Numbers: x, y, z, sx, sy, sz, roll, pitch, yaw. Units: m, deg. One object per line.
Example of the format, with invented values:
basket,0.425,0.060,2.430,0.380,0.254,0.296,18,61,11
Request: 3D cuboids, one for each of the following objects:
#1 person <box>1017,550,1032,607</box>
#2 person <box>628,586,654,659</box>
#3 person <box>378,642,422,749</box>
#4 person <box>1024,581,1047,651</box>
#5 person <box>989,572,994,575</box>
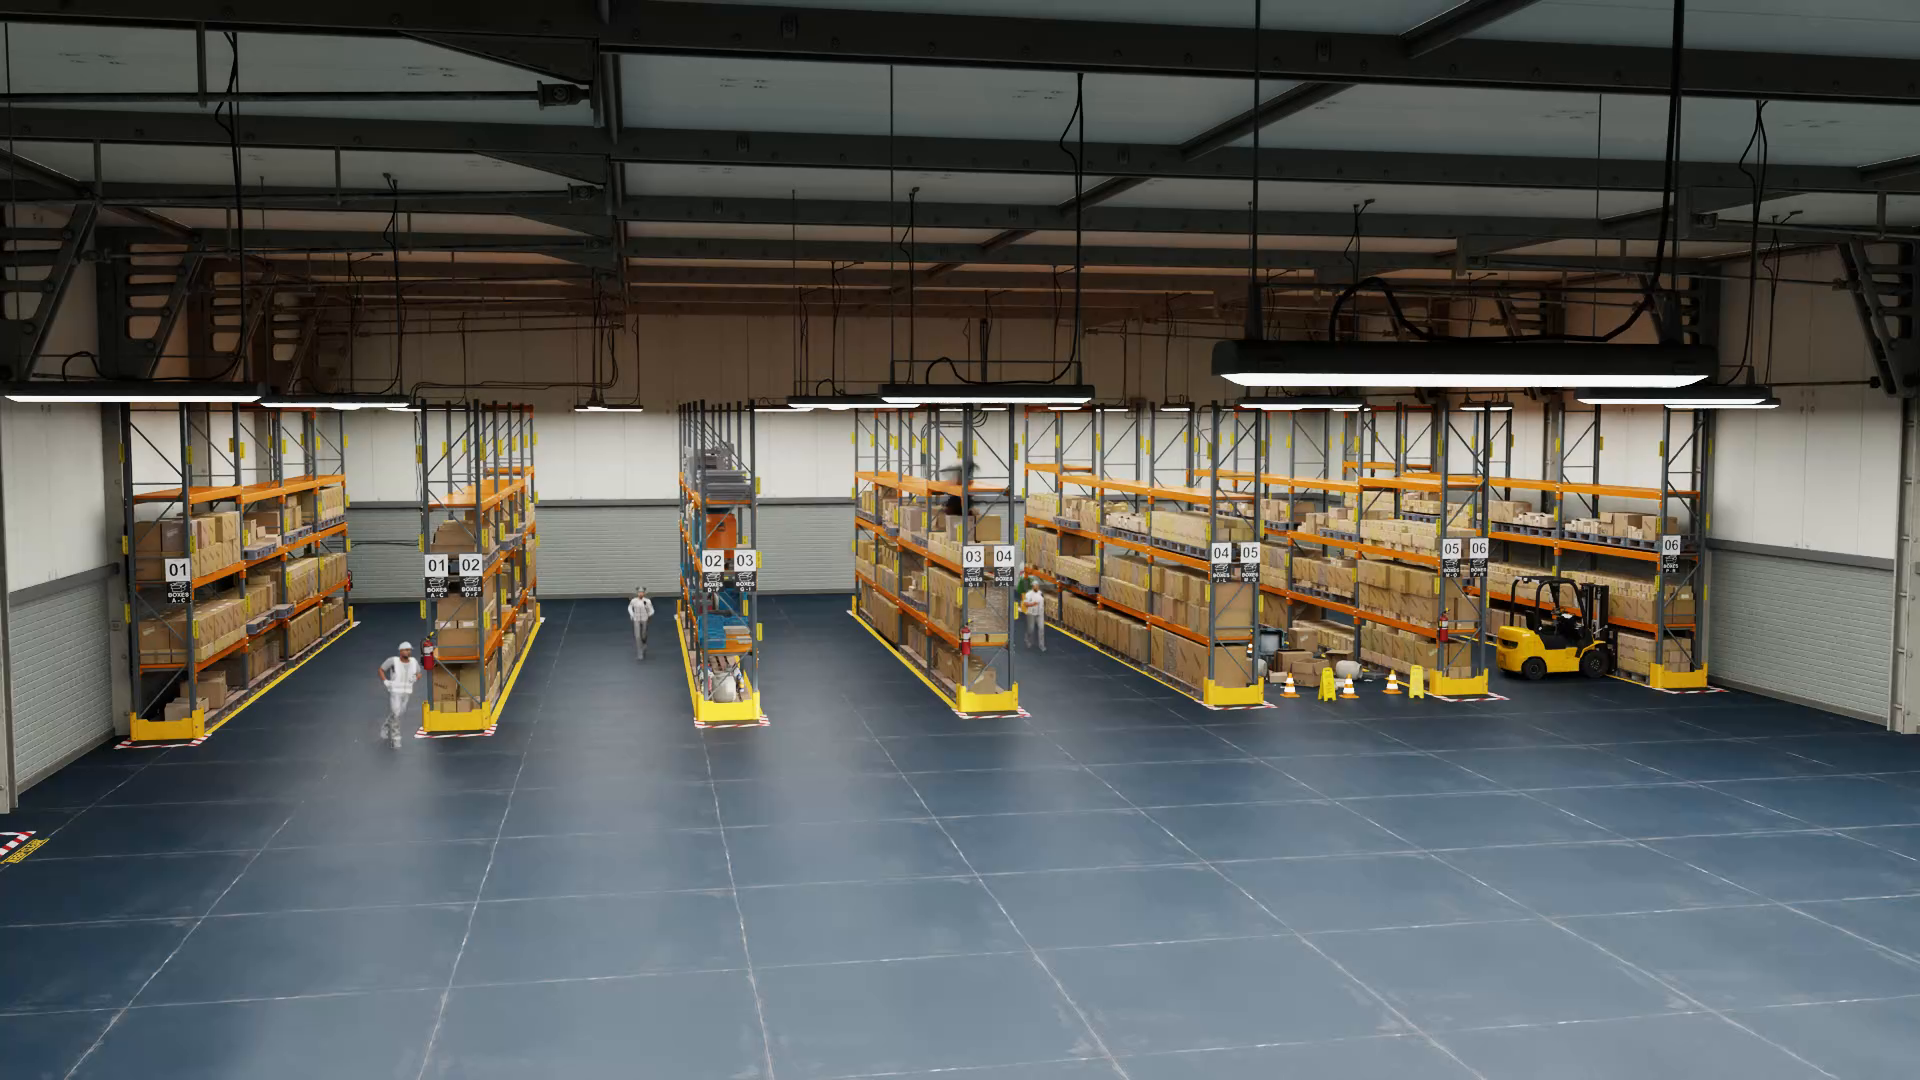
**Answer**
person,2.030,1.113,49.574,0.723,1.748,0.676,-2,5,-23
person,-7.535,1.931,39.278,0.618,1.698,0.836,-1,4,-8
person,-9.741,2.664,29.002,0.900,1.785,0.729,4,6,42
person,1.827,1.820,40.300,0.602,1.663,0.913,-2,5,-19
person,0.783,1.300,47.579,0.679,1.748,0.906,0,4,-5
